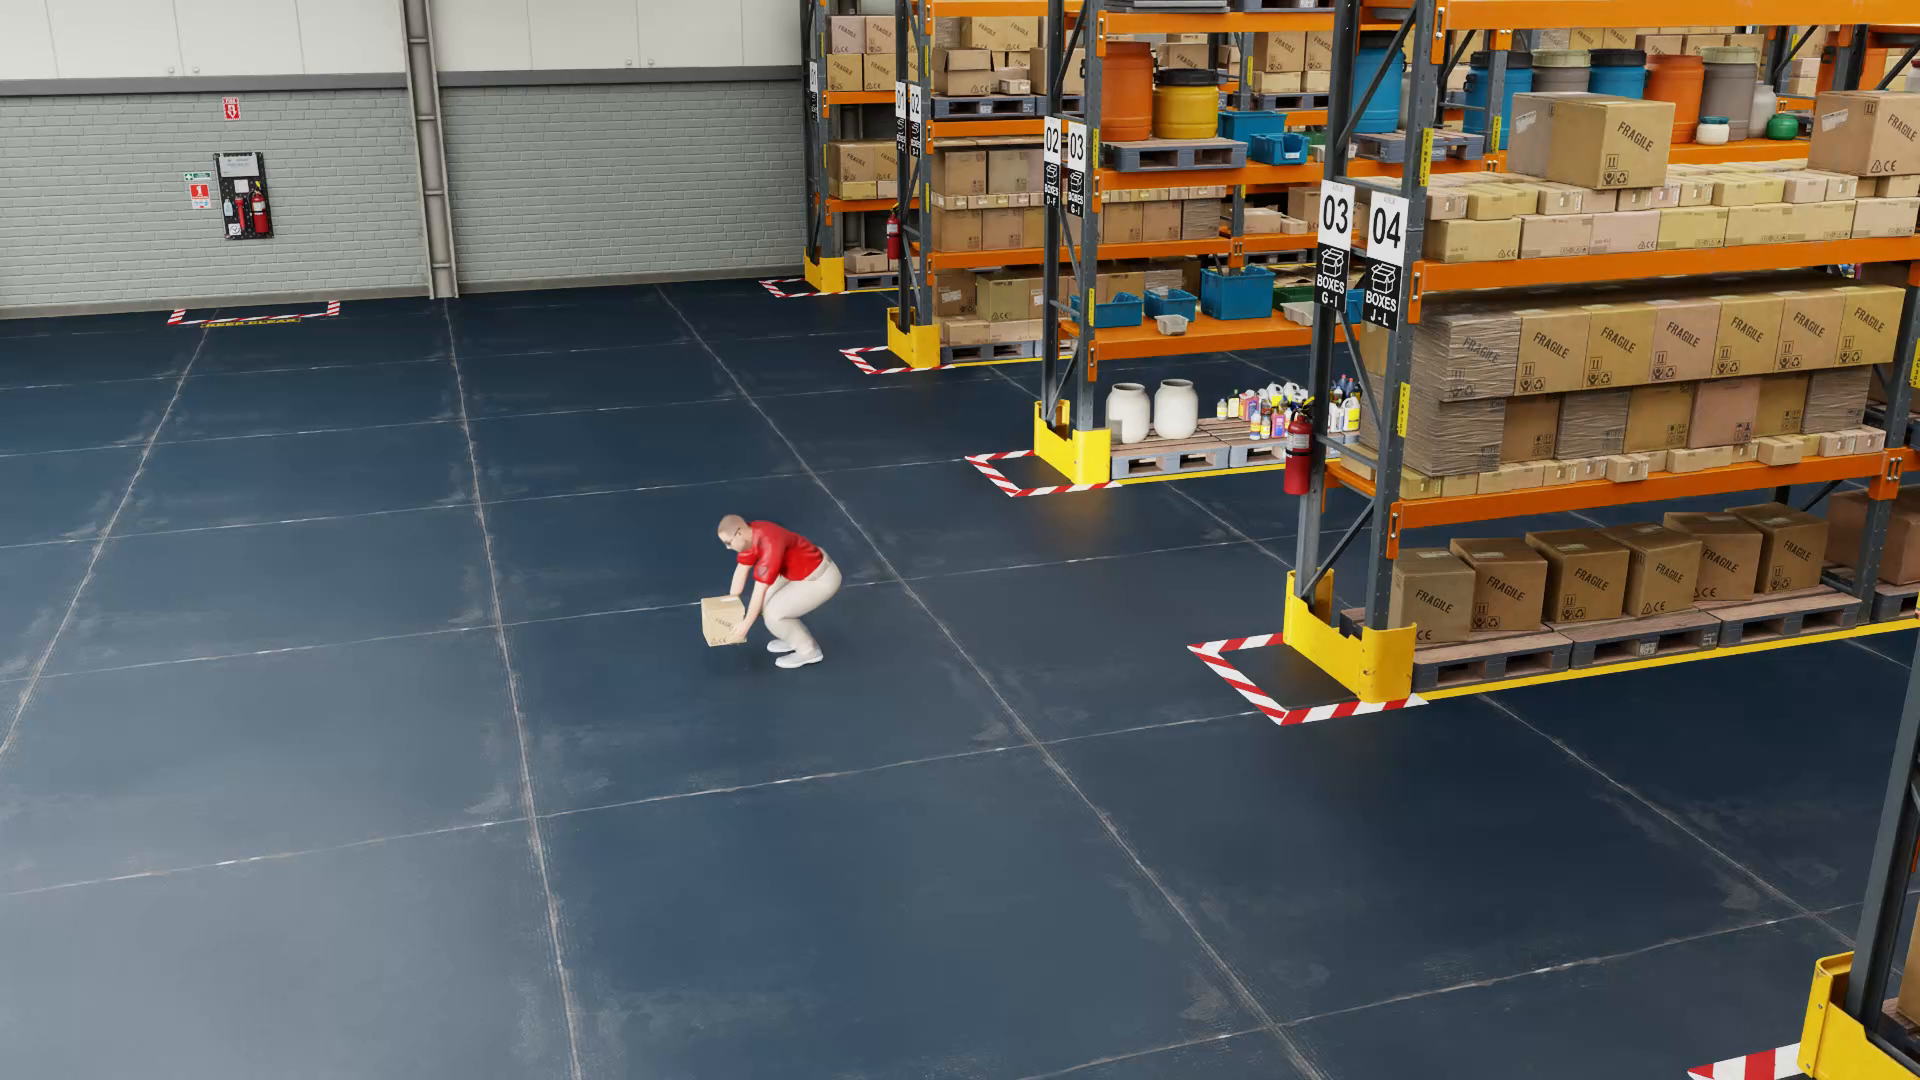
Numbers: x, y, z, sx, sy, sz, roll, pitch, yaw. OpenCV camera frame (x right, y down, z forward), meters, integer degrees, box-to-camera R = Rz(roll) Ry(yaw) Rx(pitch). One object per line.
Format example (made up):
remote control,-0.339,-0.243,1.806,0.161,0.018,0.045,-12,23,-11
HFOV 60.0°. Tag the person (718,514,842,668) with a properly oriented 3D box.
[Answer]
person,-1.215,0.312,11.199,0.844,1.074,0.576,-6,20,-17
